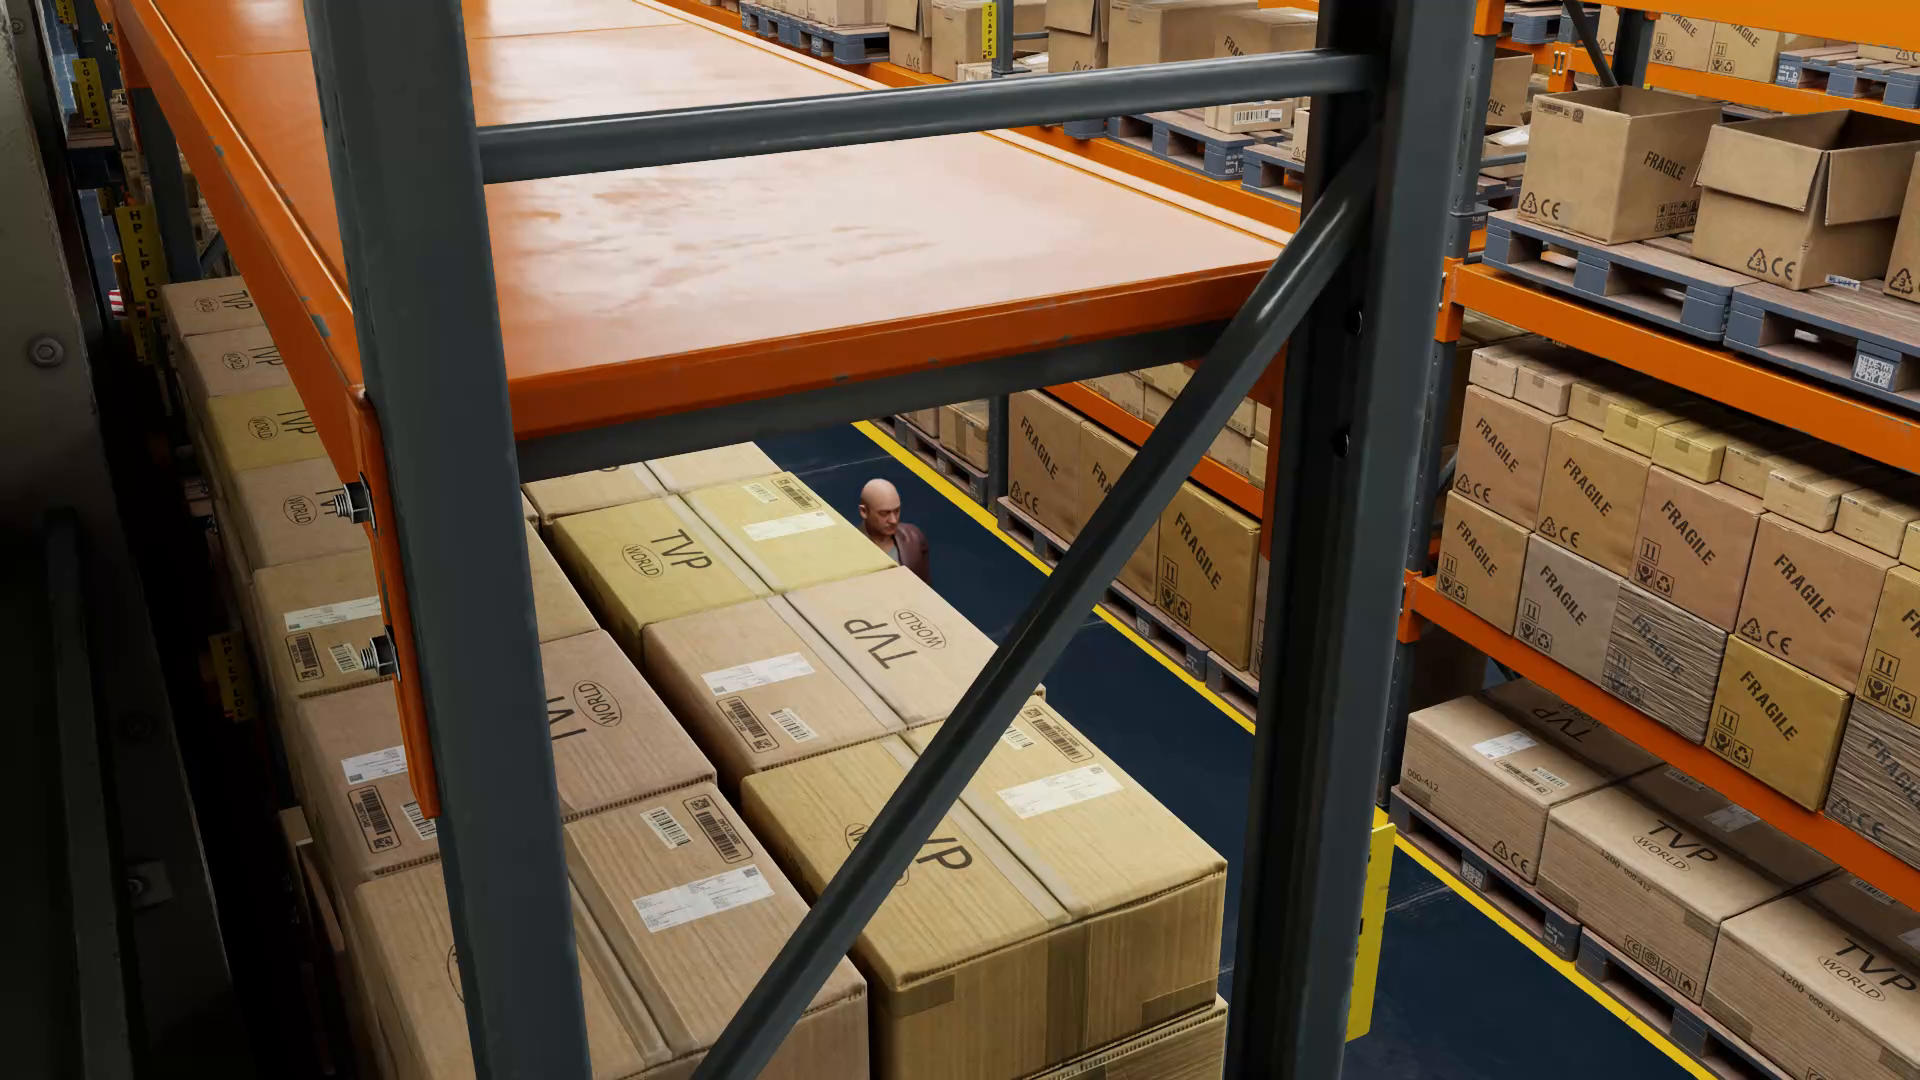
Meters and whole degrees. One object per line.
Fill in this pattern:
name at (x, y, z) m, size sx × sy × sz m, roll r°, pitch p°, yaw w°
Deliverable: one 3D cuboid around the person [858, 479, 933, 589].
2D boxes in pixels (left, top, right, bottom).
person at (-0.351, 0.548, 7.965) m, size 0.562 × 1.776 × 0.390 m, roll -12°, pitch 28°, yaw -24°
